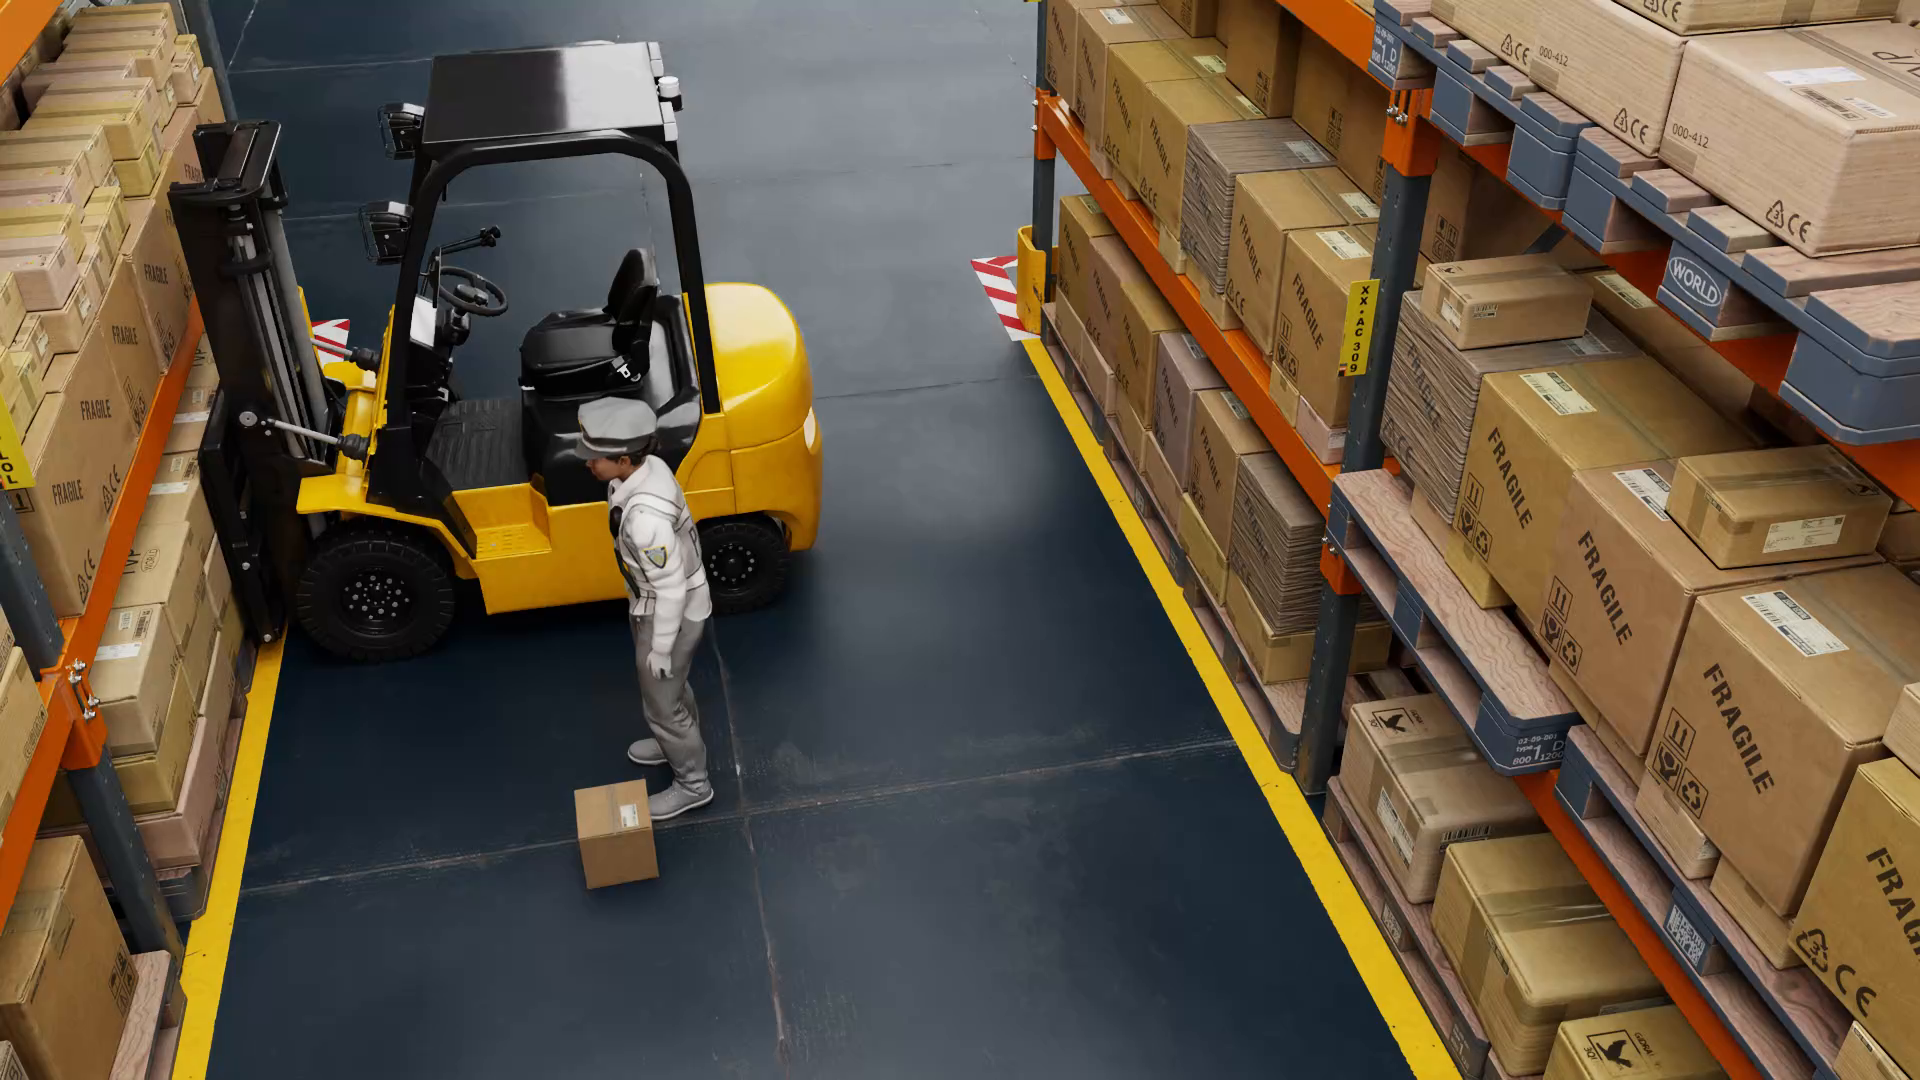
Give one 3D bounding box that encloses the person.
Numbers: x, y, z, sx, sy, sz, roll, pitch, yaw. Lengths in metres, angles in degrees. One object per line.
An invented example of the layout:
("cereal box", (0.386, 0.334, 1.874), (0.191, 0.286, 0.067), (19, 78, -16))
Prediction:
("person", (-1.055, 0.248, 5.780), (0.376, 1.663, 0.544), (-9, 36, -13))
